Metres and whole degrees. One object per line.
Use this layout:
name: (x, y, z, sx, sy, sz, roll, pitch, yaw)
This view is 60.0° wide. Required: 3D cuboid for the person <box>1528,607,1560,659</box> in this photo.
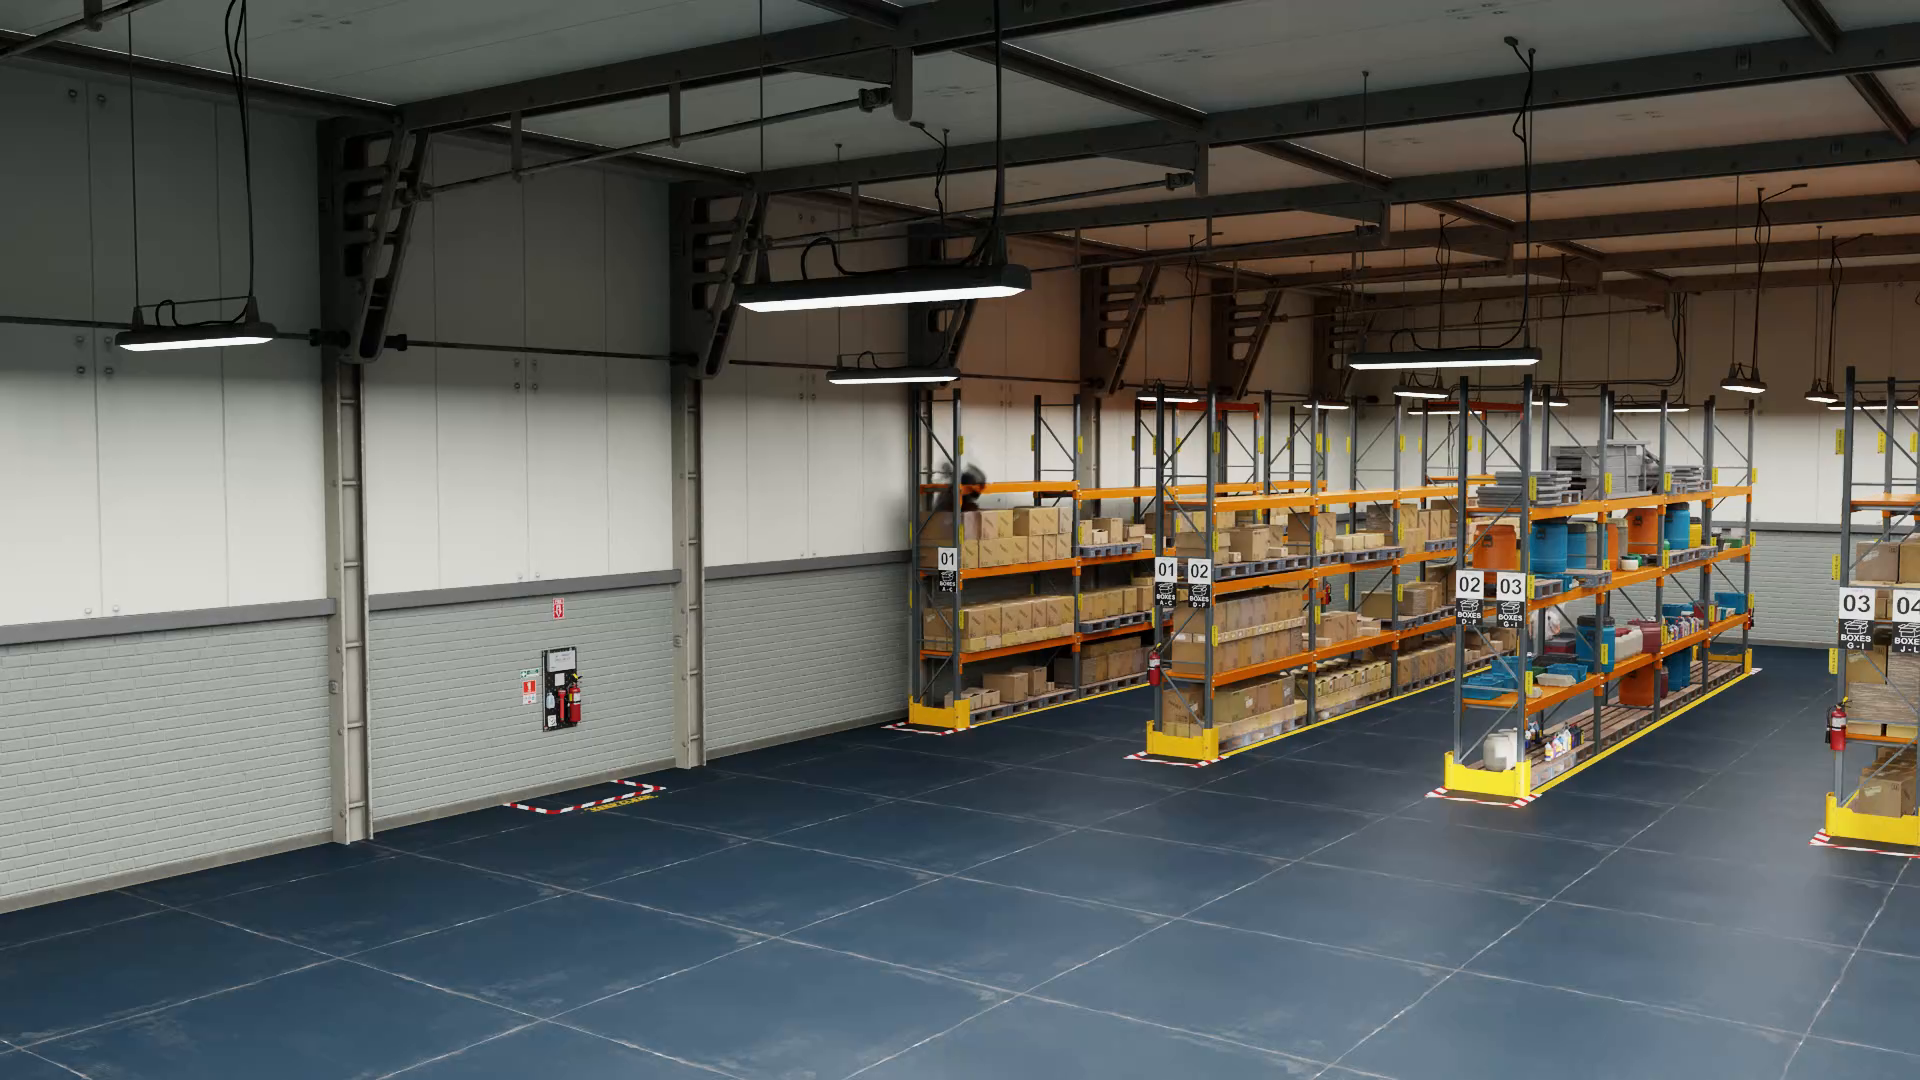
person: (12.489, 2.107, 35.648, 0.702, 1.739, 0.759, 2, 4, 28)
